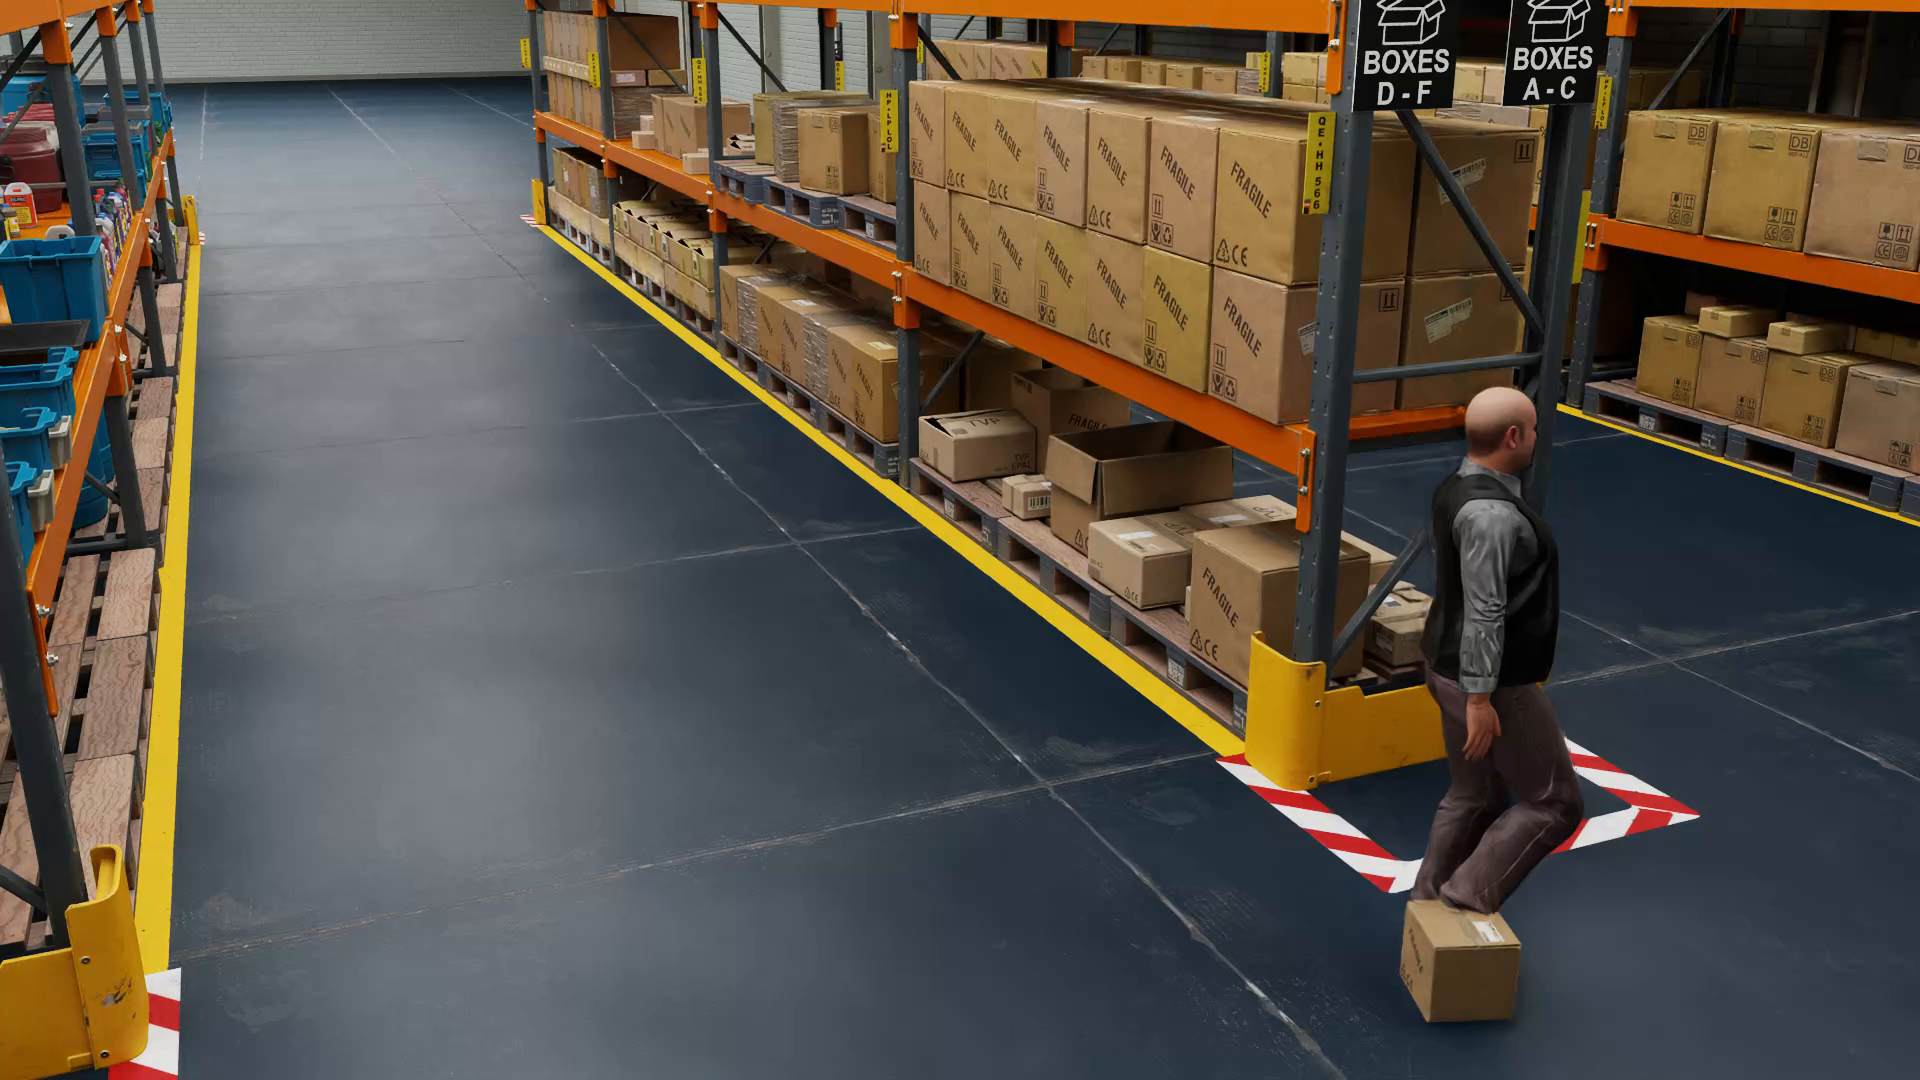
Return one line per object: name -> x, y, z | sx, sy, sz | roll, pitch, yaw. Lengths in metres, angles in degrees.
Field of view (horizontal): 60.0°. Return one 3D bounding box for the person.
person -> 1.580, 0.423, 4.845 | 0.458, 1.733, 0.609 | 2, 19, 7
